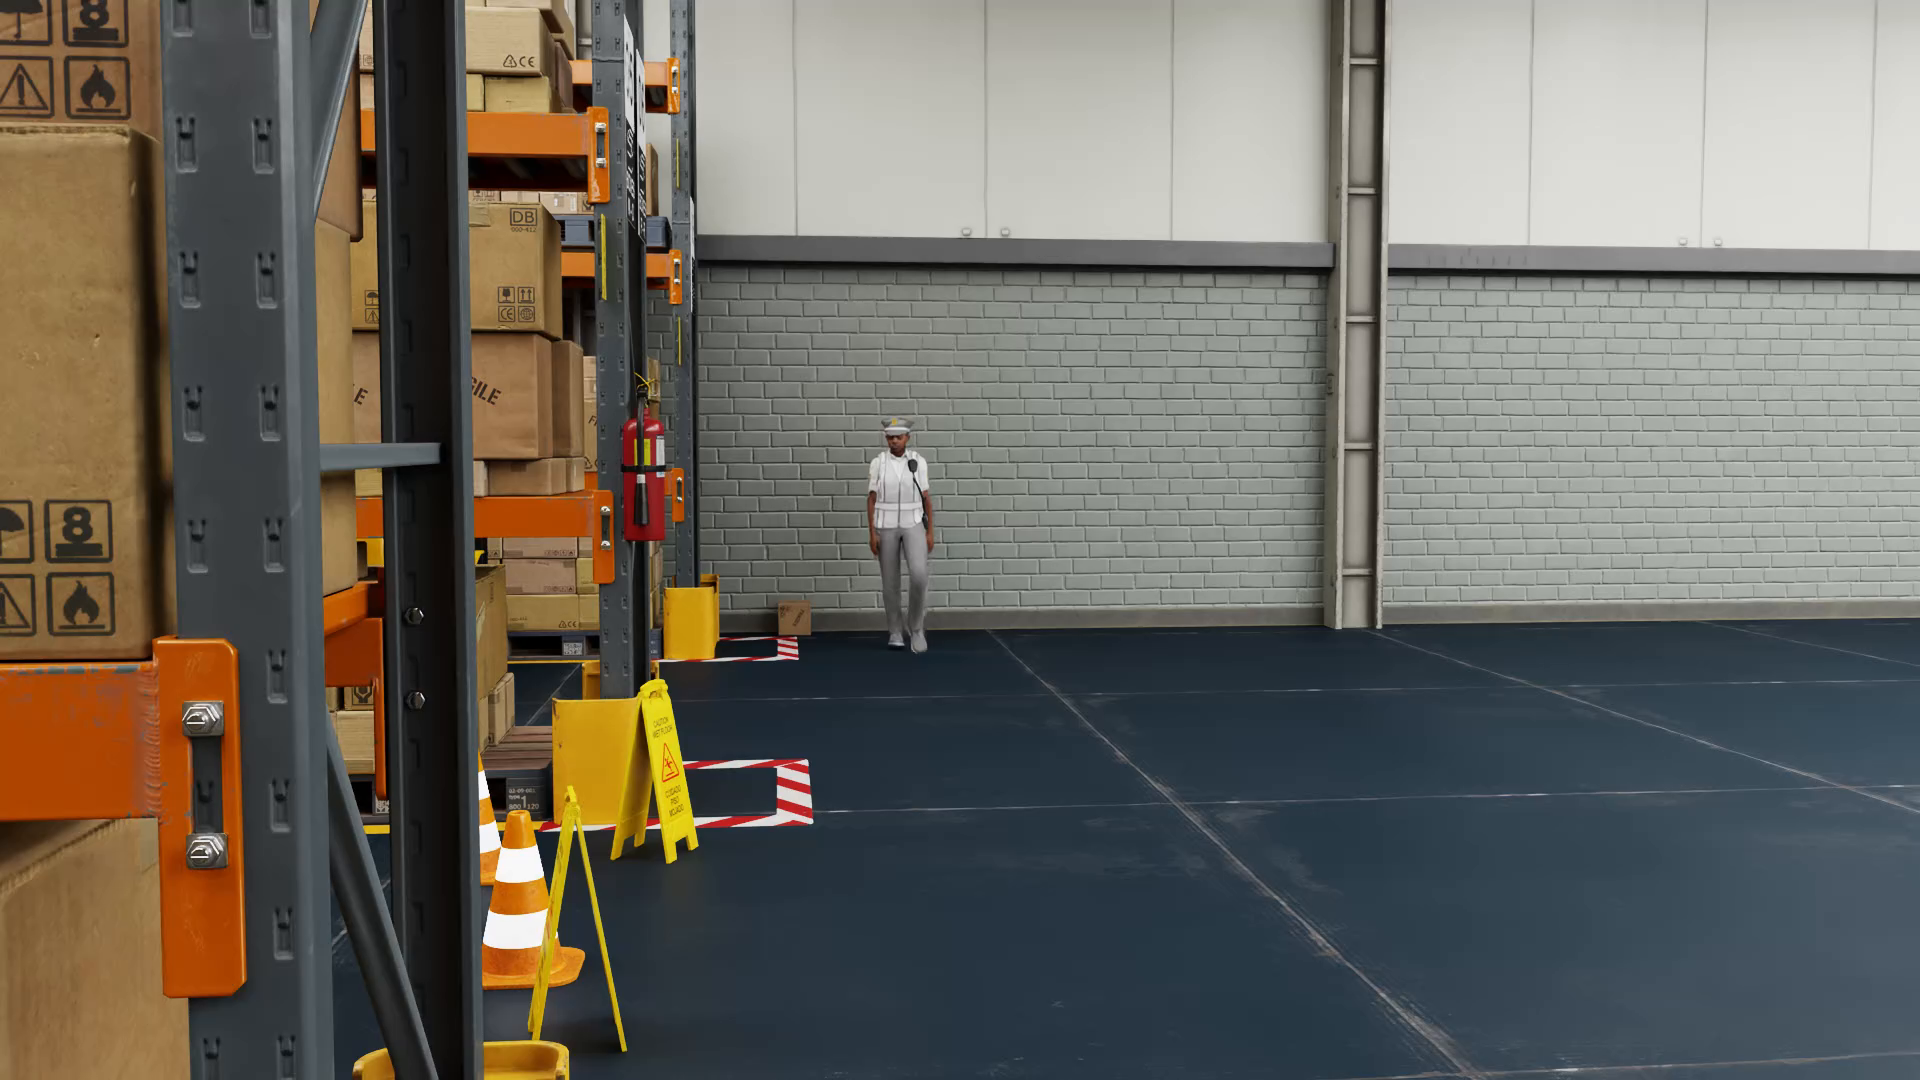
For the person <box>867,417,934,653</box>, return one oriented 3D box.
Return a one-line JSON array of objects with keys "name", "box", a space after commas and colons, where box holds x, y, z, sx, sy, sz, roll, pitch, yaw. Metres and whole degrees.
[{"name": "person", "box": [-0.429, -0.032, 11.989, 0.481, 1.708, 0.489, 0, 3, 0]}]
